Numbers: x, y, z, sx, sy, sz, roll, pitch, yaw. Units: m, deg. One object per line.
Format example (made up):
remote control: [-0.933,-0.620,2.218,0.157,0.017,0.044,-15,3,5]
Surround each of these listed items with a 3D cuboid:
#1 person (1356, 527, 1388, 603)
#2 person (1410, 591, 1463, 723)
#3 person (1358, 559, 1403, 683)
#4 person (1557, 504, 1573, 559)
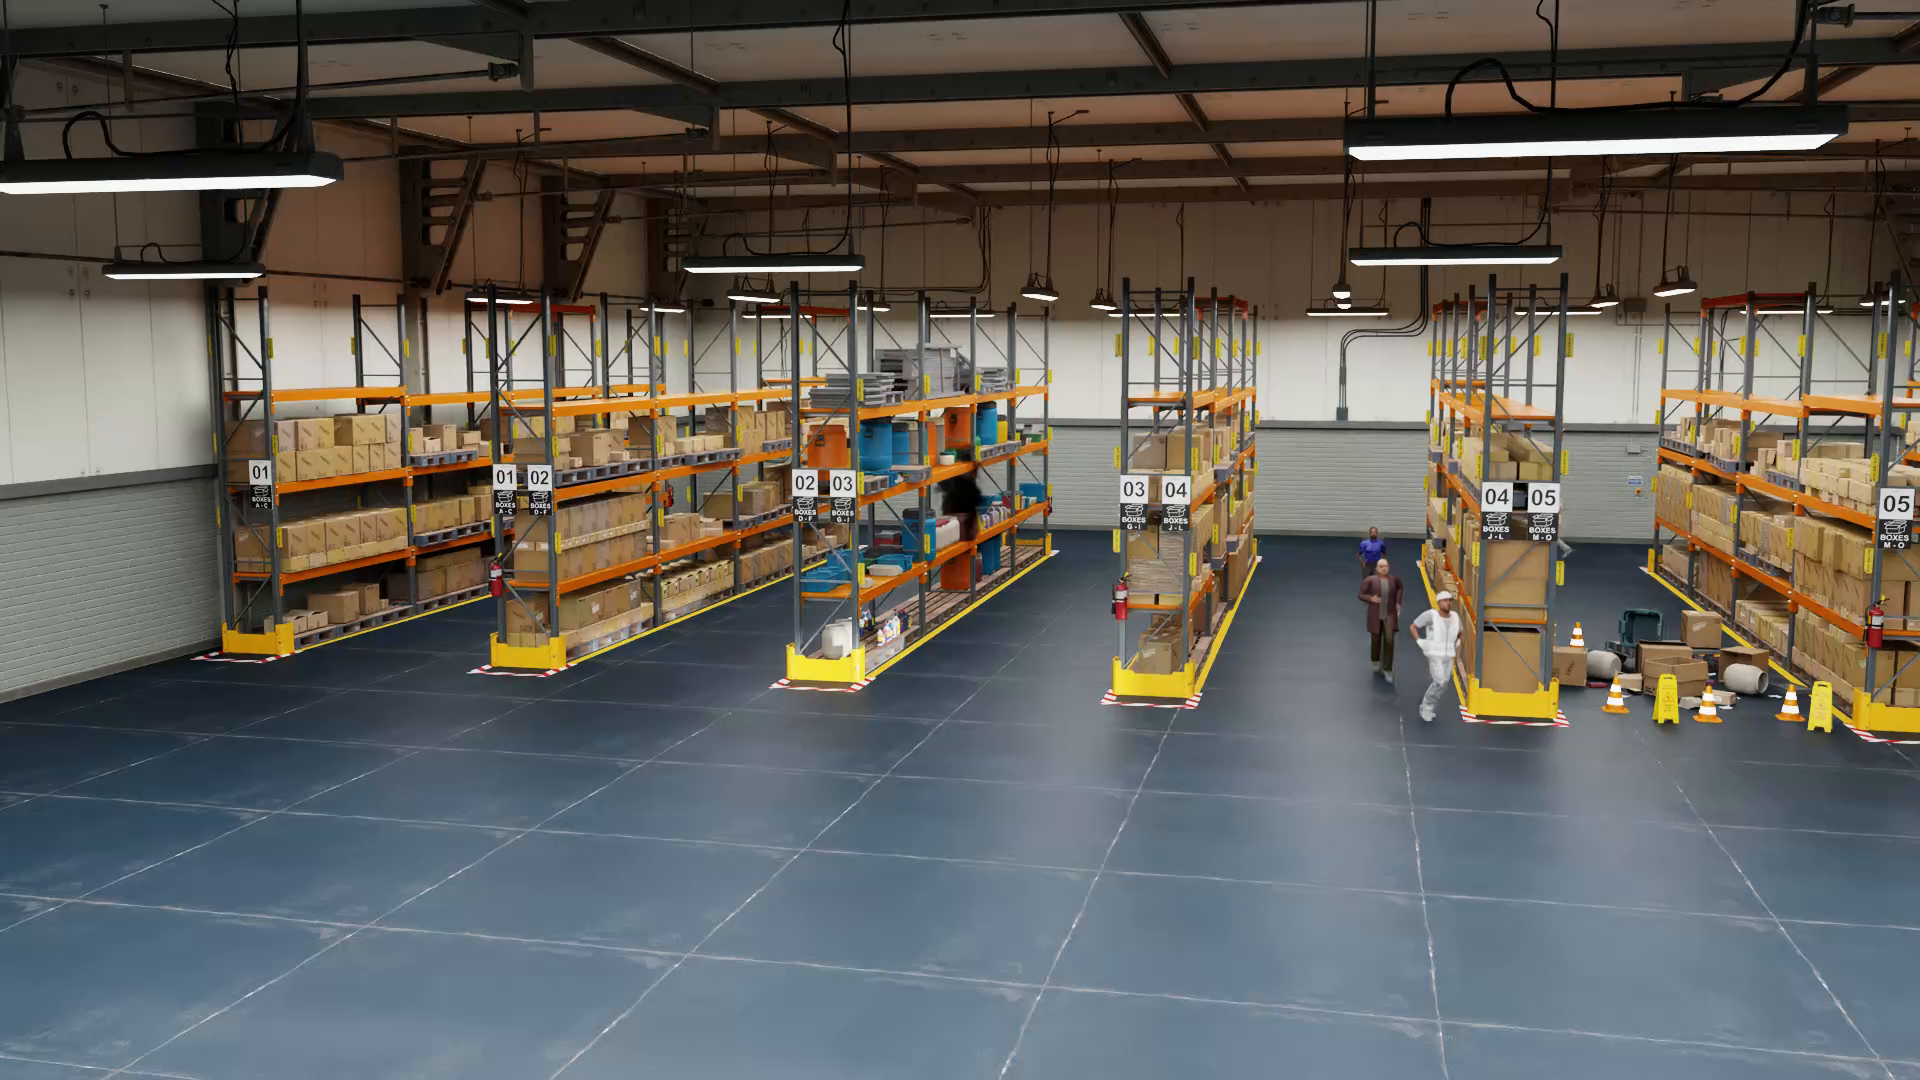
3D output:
person: [7.872,0.550,31.769,0.593,1.618,0.727,0,7,4]
person: [6.469,1.568,22.363,0.719,1.777,0.592,-2,7,-17]
person: [6.416,1.234,25.386,0.696,1.745,0.950,1,7,10]
person: [13.903,-0.359,39.030,0.981,1.809,0.672,2,7,17]
